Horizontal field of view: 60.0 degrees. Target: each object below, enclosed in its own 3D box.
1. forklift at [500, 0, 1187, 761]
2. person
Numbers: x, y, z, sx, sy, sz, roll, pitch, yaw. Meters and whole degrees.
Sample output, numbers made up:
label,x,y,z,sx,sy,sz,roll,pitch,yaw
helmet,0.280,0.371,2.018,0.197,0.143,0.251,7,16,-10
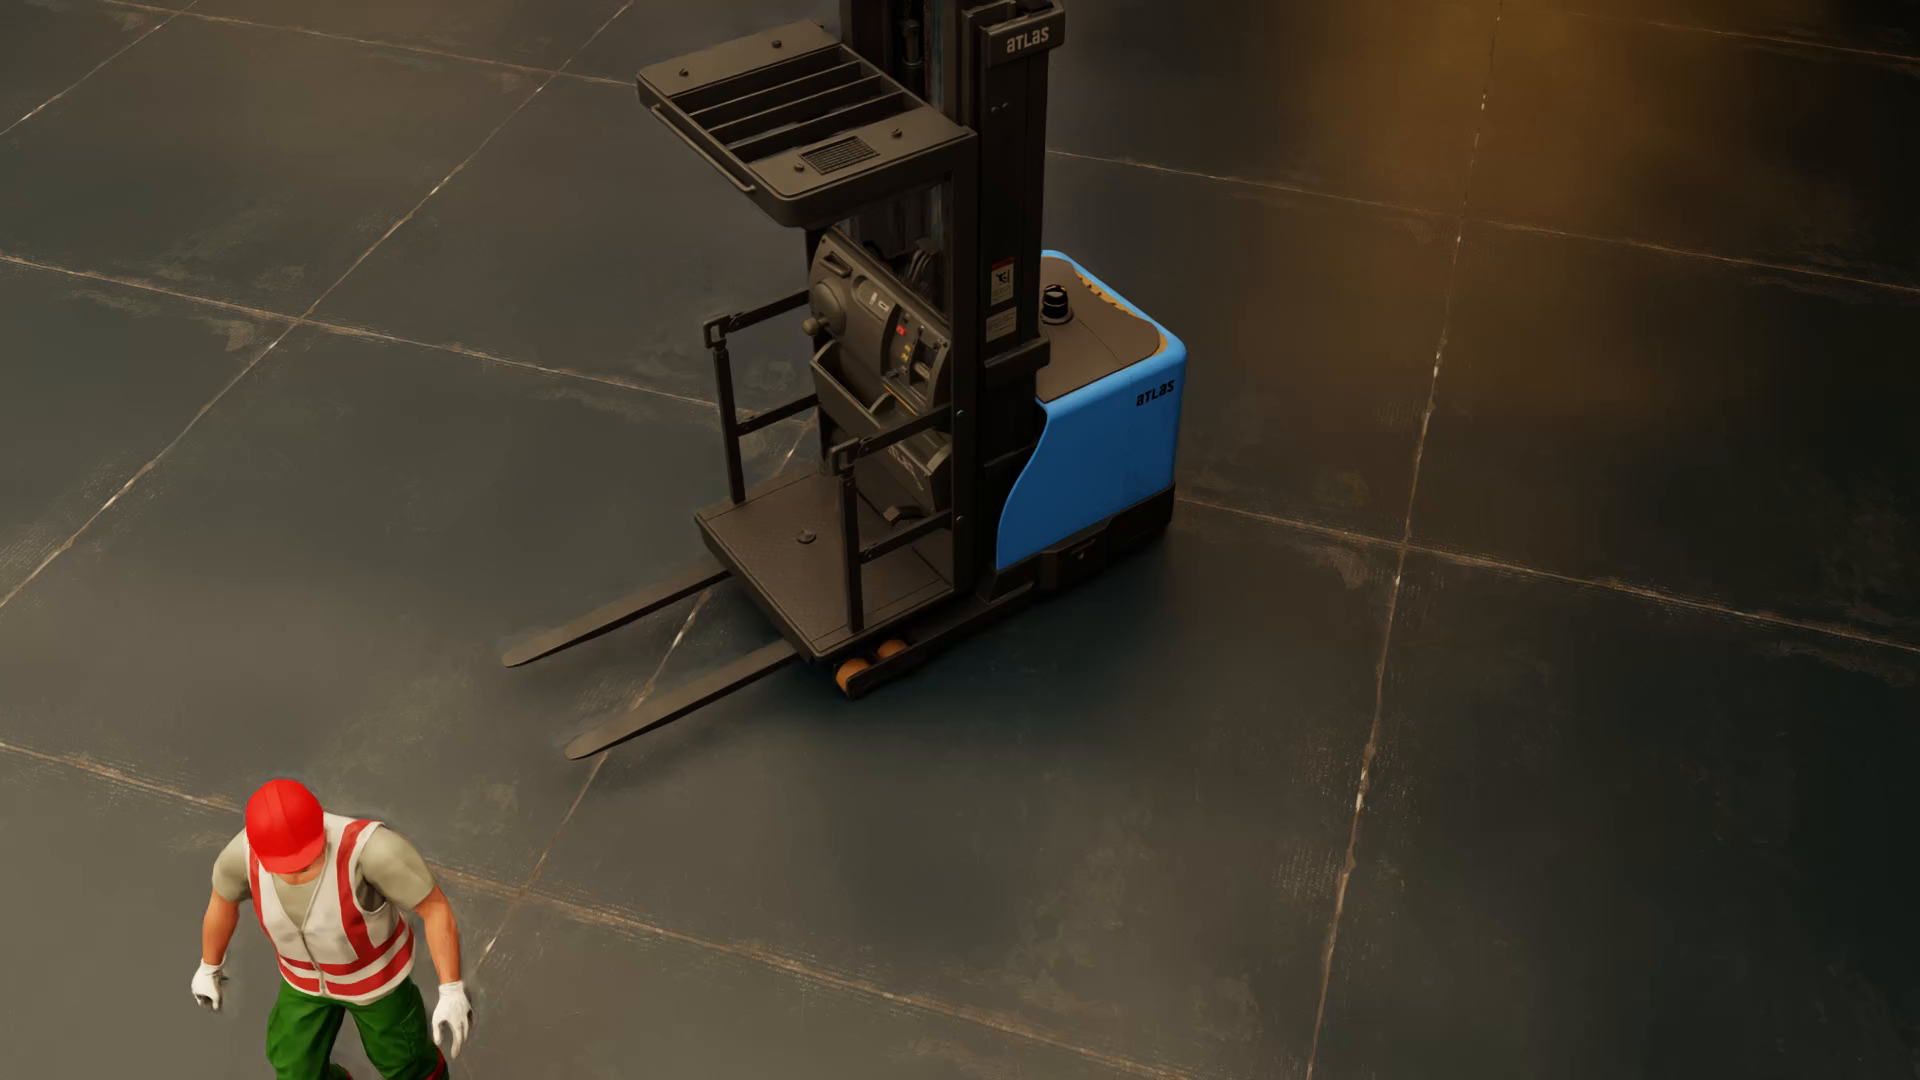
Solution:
label,x,y,z,sx,sy,sz,roll,pitch,yaw
forklift,-0.500,-0.817,6.568,3.031,2.935,1.130,-26,49,-25
person,-1.878,1.374,5.099,0.944,1.797,0.478,6,43,6
